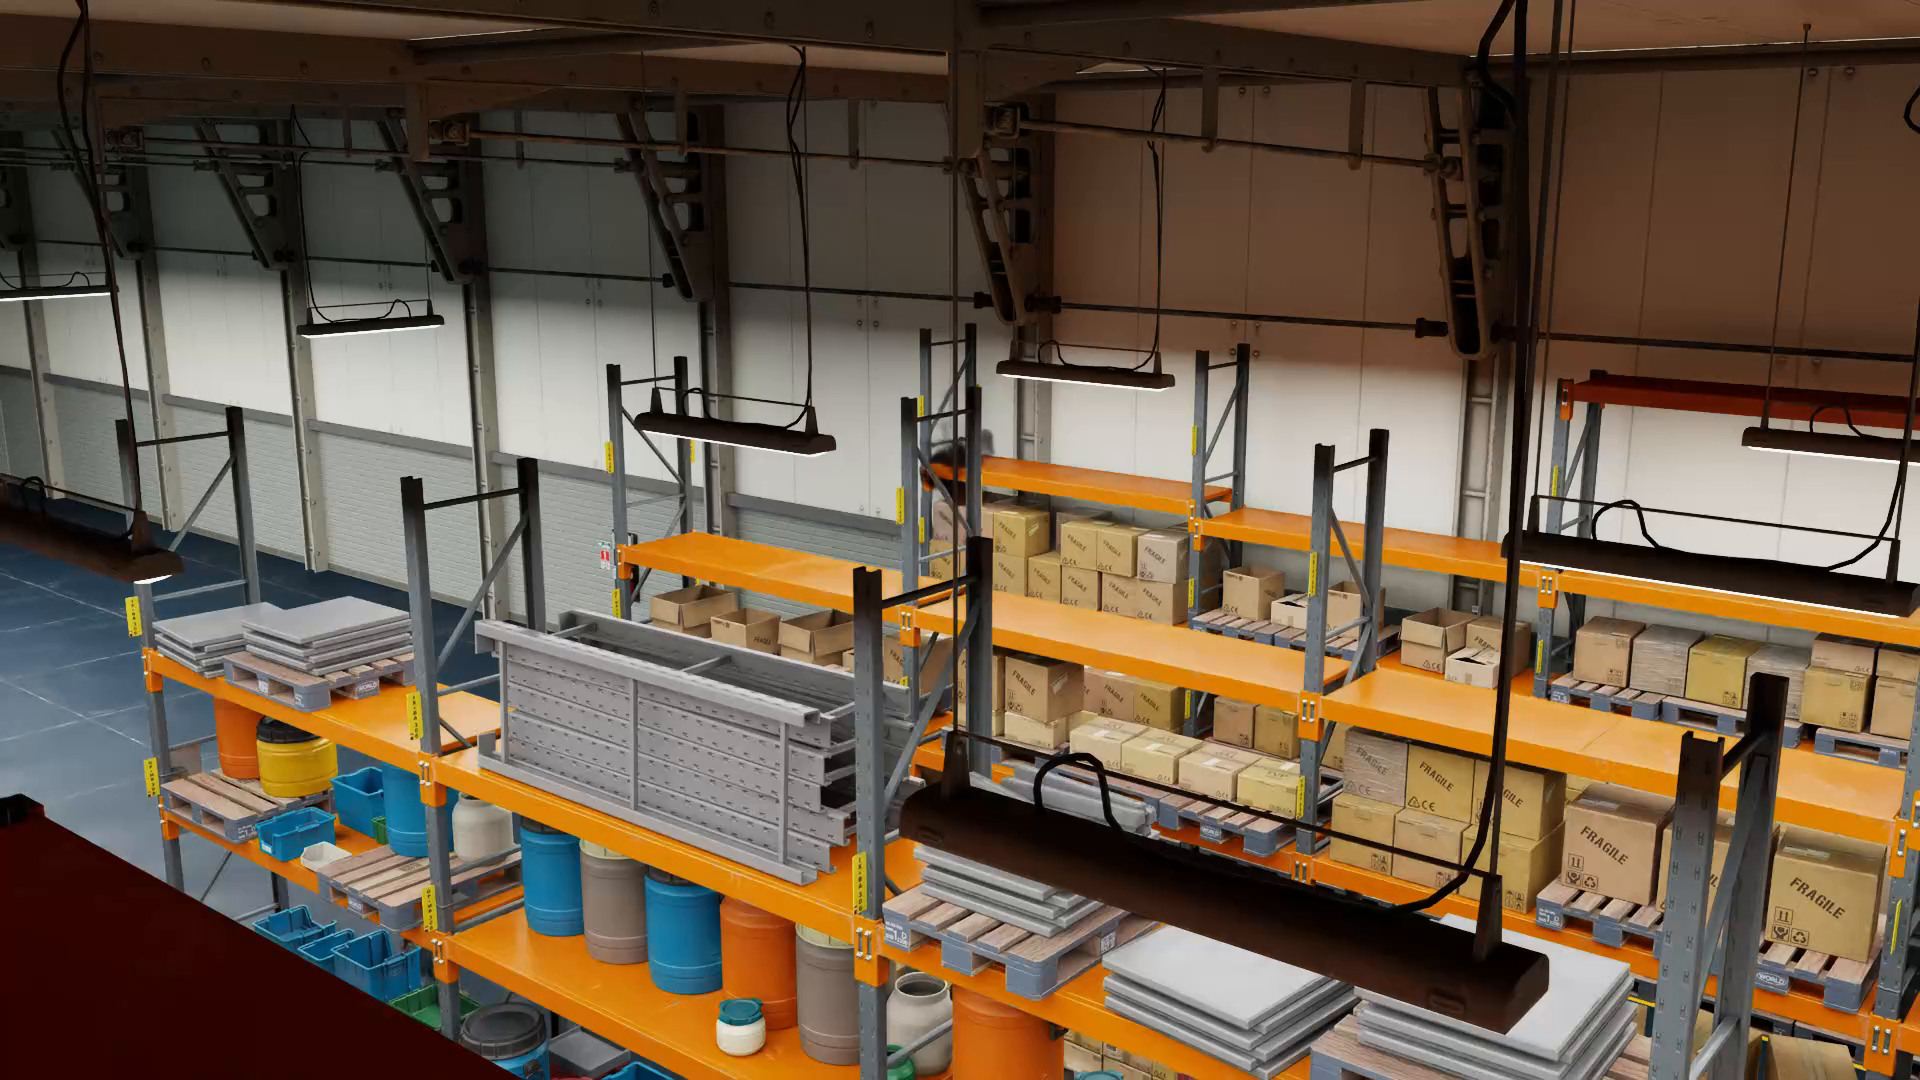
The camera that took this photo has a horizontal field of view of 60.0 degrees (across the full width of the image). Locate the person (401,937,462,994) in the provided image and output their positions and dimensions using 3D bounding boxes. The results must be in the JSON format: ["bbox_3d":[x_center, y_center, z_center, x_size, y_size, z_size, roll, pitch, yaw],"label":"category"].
[{"bbox_3d":[-4.999,3.756,15.744,0.551,1.731,0.734,8,15,33],"label":"person"}]
